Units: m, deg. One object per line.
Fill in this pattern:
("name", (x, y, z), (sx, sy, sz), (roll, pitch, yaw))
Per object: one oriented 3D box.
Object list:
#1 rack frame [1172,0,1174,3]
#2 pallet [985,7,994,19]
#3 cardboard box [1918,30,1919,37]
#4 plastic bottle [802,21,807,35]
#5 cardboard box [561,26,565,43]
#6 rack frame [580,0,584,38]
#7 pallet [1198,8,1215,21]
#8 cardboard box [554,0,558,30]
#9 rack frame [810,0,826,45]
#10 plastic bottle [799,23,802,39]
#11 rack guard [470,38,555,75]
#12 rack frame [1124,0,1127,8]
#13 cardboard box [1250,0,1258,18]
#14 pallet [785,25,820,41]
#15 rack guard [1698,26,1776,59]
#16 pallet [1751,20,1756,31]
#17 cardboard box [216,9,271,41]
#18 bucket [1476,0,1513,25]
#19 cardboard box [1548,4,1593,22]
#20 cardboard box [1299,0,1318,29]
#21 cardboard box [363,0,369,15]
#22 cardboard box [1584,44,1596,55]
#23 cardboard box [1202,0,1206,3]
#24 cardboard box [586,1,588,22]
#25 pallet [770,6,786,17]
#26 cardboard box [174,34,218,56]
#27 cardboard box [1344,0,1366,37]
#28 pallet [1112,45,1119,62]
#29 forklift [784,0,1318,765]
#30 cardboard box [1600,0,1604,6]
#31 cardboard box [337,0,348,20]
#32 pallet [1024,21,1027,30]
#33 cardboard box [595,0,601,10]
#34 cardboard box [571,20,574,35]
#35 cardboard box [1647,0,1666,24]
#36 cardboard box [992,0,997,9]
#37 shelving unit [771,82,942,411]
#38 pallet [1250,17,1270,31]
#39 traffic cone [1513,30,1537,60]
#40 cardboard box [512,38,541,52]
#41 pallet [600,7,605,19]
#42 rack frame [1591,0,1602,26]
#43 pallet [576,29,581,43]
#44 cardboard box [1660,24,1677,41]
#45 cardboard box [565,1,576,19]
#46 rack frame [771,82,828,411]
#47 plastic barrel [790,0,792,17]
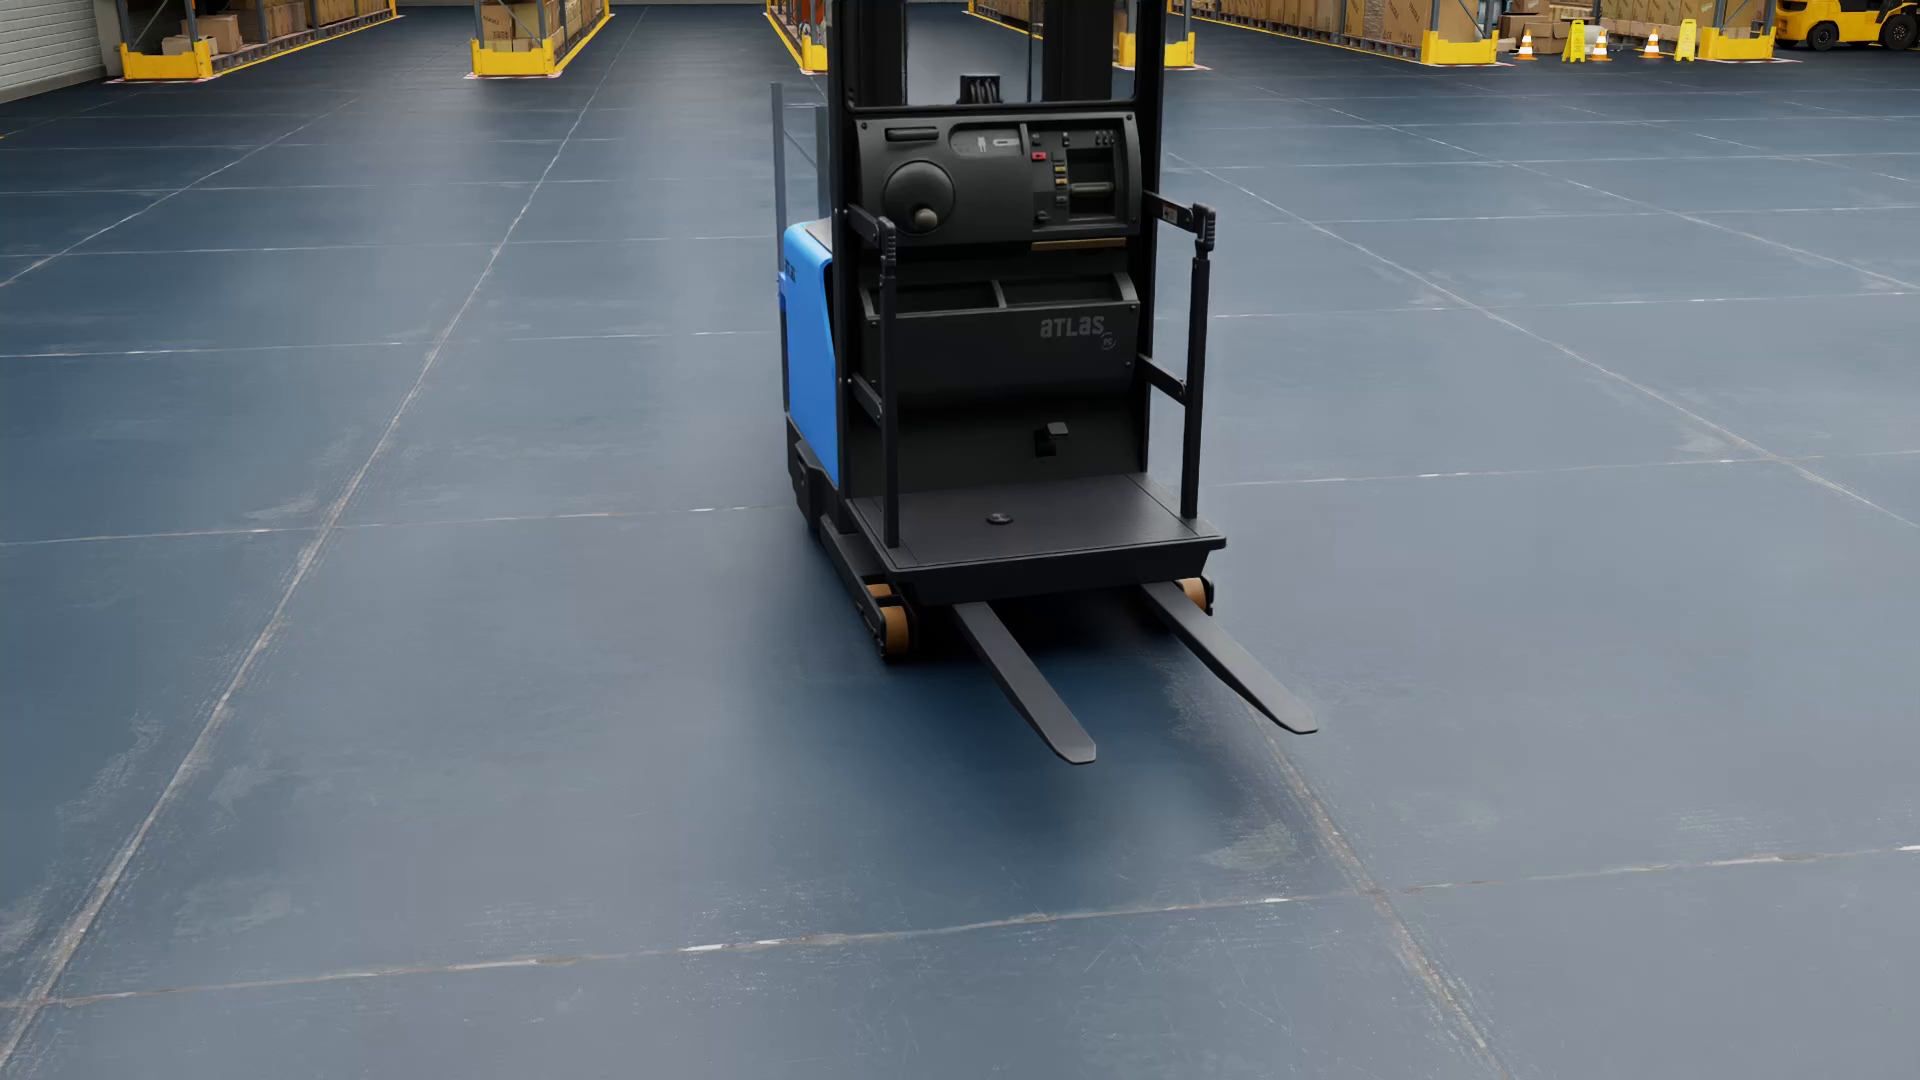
("rack frame", (5.734, -14.667, 41.200), (1.000, 3.000, 0.127), (-3, 21, -8))
("pallet", (1.177, -12.451, 39.252), (1.003, 0.211, 1.213), (-3, 21, -8))
("cardboard box", (17.330, -9.066, 29.531), (0.500, 0.250, 0.500), (-3, 21, -7))
("plastic bottle", (-2.566, -8.500, 27.844), (0.144, 0.351, 0.185), (-3, 21, -8))
("cardboard box", (-6.979, -8.558, 28.172), (0.500, 0.250, 0.500), (-3, 21, -8))
("rack frame", (-7.838, -11.184, 31.873), (1.000, 3.000, 0.127), (-3, 21, -8))
("pallet", (6.179, -12.207, 38.597), (1.003, 0.211, 1.213), (-3, 21, -8))
("cardboard box", (-6.842, -8.563, 27.113), (0.500, 0.500, 0.500), (-3, 21, -8))
("rack frame", (-1.783, -8.663, 25.123), (1.000, 3.000, 0.127), (-3, 21, -8))
("plastic bottle", (-2.748, -8.843, 28.876), (0.097, 0.271, 0.097), (0, 20, 0))
("rack guard", (-6.682, -7.235, 24.872), (1.175, 0.500, 0.348), (-3, 21, -8))
("rack frame", (2.541, -10.297, 29.499), (1.000, 3.000, 0.127), (-3, 21, -8))
("cardboard box", (6.463, -11.318, 35.204), (0.500, 0.500, 0.500), (-2, 21, -6))
("pallet", (-2.863, -9.856, 32.303), (1.003, 0.211, 1.213), (-3, 21, -8))
("rack guard", (12.914, -8.268, 27.637), (1.175, 0.500, 0.348), (-3, 21, -8))
("pallet", (16.763, -10.840, 34.939), (1.003, 0.211, 1.213), (-3, 21, -8))
("cardboard box", (-12.286, -8.837, 28.533), (0.700, 0.500, 0.500), (-2, 21, -6))
("bucket", (9.765, -9.760, 30.568), (0.726, 0.611, 0.620), (4, 11, 11))
("cardboard box", (12.061, -10.434, 33.020), (0.950, 0.372, 0.625), (-2, 21, -6))
("cardboard box", (7.150, -10.200, 31.854), (1.050, 0.750, 0.750), (-3, 21, -8))
("cardboard box", (-13.392, -11.782, 36.446), (0.700, 0.500, 0.500), (-3, 21, -8))
("cardboard box", (10.737, -8.428, 28.570), (0.380, 0.149, 0.250), (8, 22, 20))
("cardboard box", (5.844, -12.561, 38.609), (0.380, 0.149, 0.250), (-4, 21, -10))
("cardboard box", (-7.702, -10.572, 33.179), (0.500, 0.500, 0.500), (-4, 21, -10))
("pallet", (-4.009, -12.609, 39.673), (1.003, 0.211, 1.213), (-3, 21, -8))
("cardboard box", (-11.680, -7.551, 25.360), (0.500, 0.311, 0.500), (-1, 21, -3))
("cardboard box", (7.486, -9.493, 29.781), (0.875, 0.875, 0.875), (-3, 21, -7))
("pallet", (3.025, -7.916, 27.108), (1.003, 0.211, 1.213), (-3, 21, -8))
("forklift", (0.191, -1.154, 5.118), (1.130, 2.935, 3.031), (-6, 21, -15))
("cardboard box", (15.684, -13.036, 40.140), (0.396, 0.266, 0.258), (-2, 21, -6))
("cardboard box", (-12.963, -10.981, 33.803), (0.750, 0.750, 0.750), (-2, 21, -6))
("pallet", (1.926, -10.653, 34.436), (1.003, 0.211, 1.213), (-3, 21, -8))
("cardboard box", (-8.562, -12.366, 38.338), (0.500, 0.250, 0.500), (-3, 21, -8))
("cardboard box", (-7.225, -9.216, 29.934), (0.500, 0.250, 0.500), (-4, 21, -9))
("cardboard box", (12.407, -9.292, 29.066), (0.500, 0.500, 0.500), (-3, 21, -9))
("cardboard box", (1.243, -12.813, 38.671), (0.875, 0.875, 0.875), (-3, 21, -8))
("shelving unit", (-0.453, -1.169, 7.202), (0.538, 1.500, 1.048), (-6, 21, -15))
("pallet", (6.776, -10.862, 34.996), (1.003, 0.211, 1.213), (-3, 21, -8))
("traffic cone", (9.369, -8.195, 27.495), (0.336, 0.463, 0.334), (-3, 21, -8))
("cardboard box", (-6.542, -7.520, 25.392), (0.500, 0.250, 0.500), (-3, 21, -8))
("pallet", (-8.865, -12.345, 38.968), (1.003, 0.211, 1.213), (-3, 21, -8))
("rack frame", (12.348, -10.797, 30.838), (1.000, 3.000, 0.127), (-3, 21, -8))
("pallet", (-7.758, -9.591, 31.593), (1.003, 0.211, 1.213), (-3, 21, -8))
("cardboard box", (12.475, -8.767, 28.732), (0.500, 0.250, 0.500), (-3, 21, -8))
("cardboard box", (-7.298, -9.658, 30.316), (0.500, 0.311, 0.500), (-2, 21, -6))
("rack frame", (-0.591, -1.340, 7.660), (0.500, 1.500, 0.032), (-6, 21, -15))
("plastic barrel", (-3.356, -11.214, 34.910), (0.421, 0.512, 0.421), (0, 20, 0))
